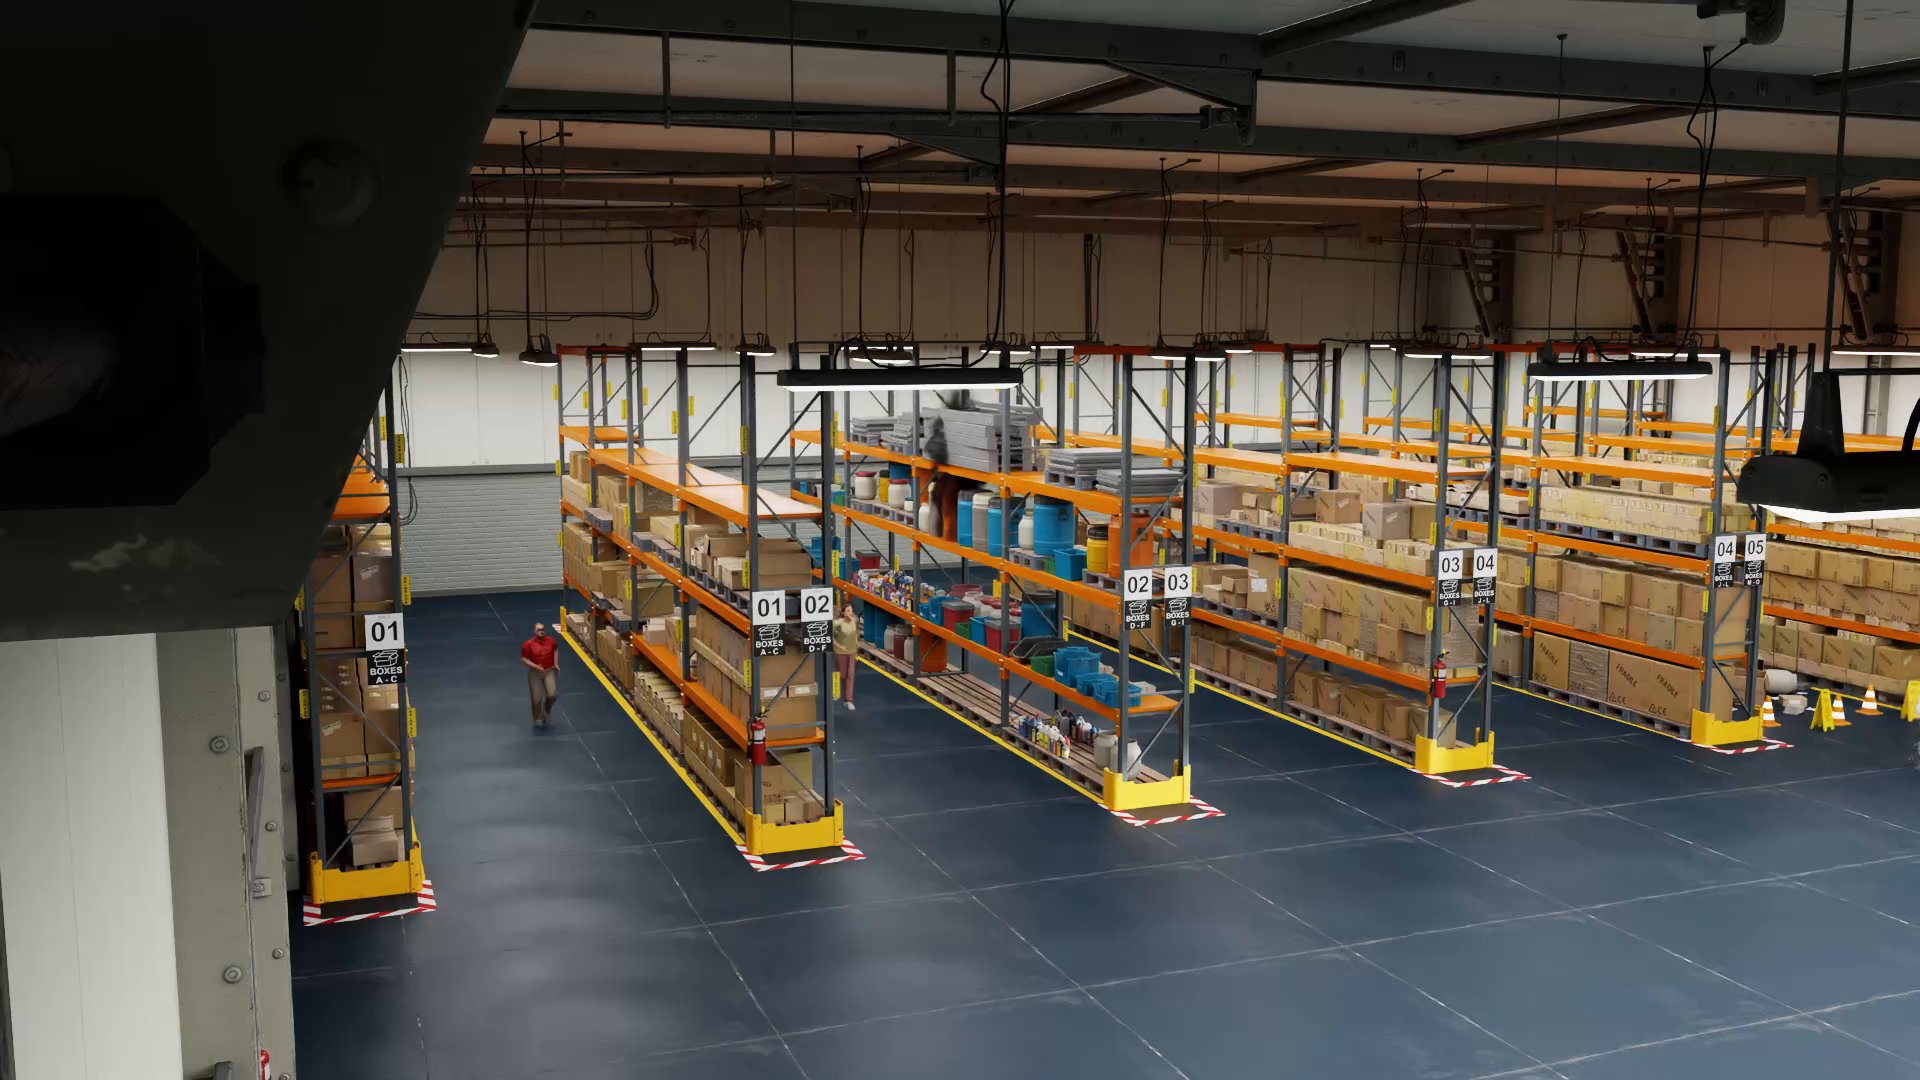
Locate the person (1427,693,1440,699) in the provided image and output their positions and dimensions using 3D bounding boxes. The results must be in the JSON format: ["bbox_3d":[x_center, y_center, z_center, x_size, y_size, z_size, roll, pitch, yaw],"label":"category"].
[{"bbox_3d":[8.243,1.959,28.520,0.563,1.576,0.670,-4,8,-31],"label":"person"}]

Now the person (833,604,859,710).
[{"bbox_3d":[-1.842,1.838,26.762,0.603,1.672,0.791,-5,9,-34],"label":"person"}]

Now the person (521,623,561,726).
[{"bbox_3d":[-6.621,2.142,26.372,0.642,1.683,0.729,-4,8,-29],"label":"person"}]
